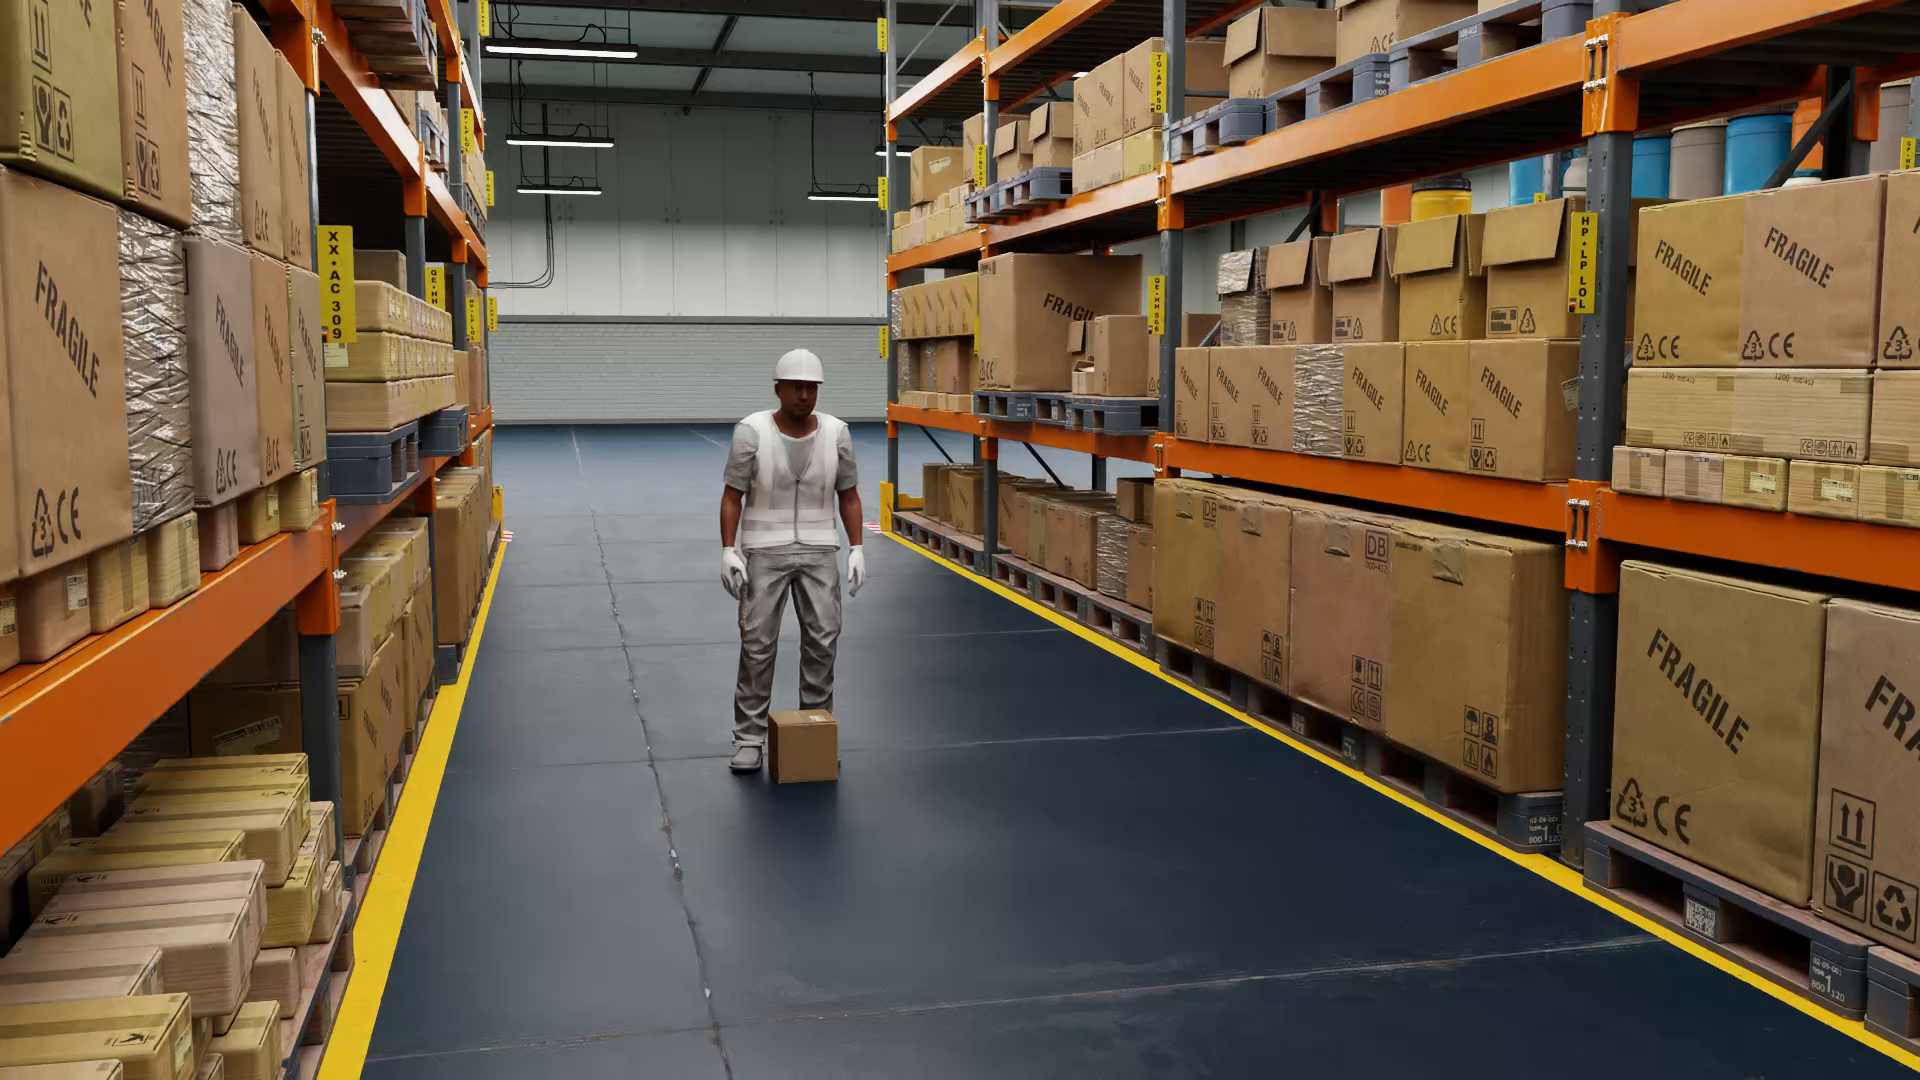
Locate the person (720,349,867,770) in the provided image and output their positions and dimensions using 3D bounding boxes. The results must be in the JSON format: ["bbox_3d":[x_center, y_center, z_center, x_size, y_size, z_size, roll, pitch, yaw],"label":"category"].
[{"bbox_3d":[-0.711,0.080,7.088,0.631,1.775,0.443,-2,6,-16],"label":"person"}]
